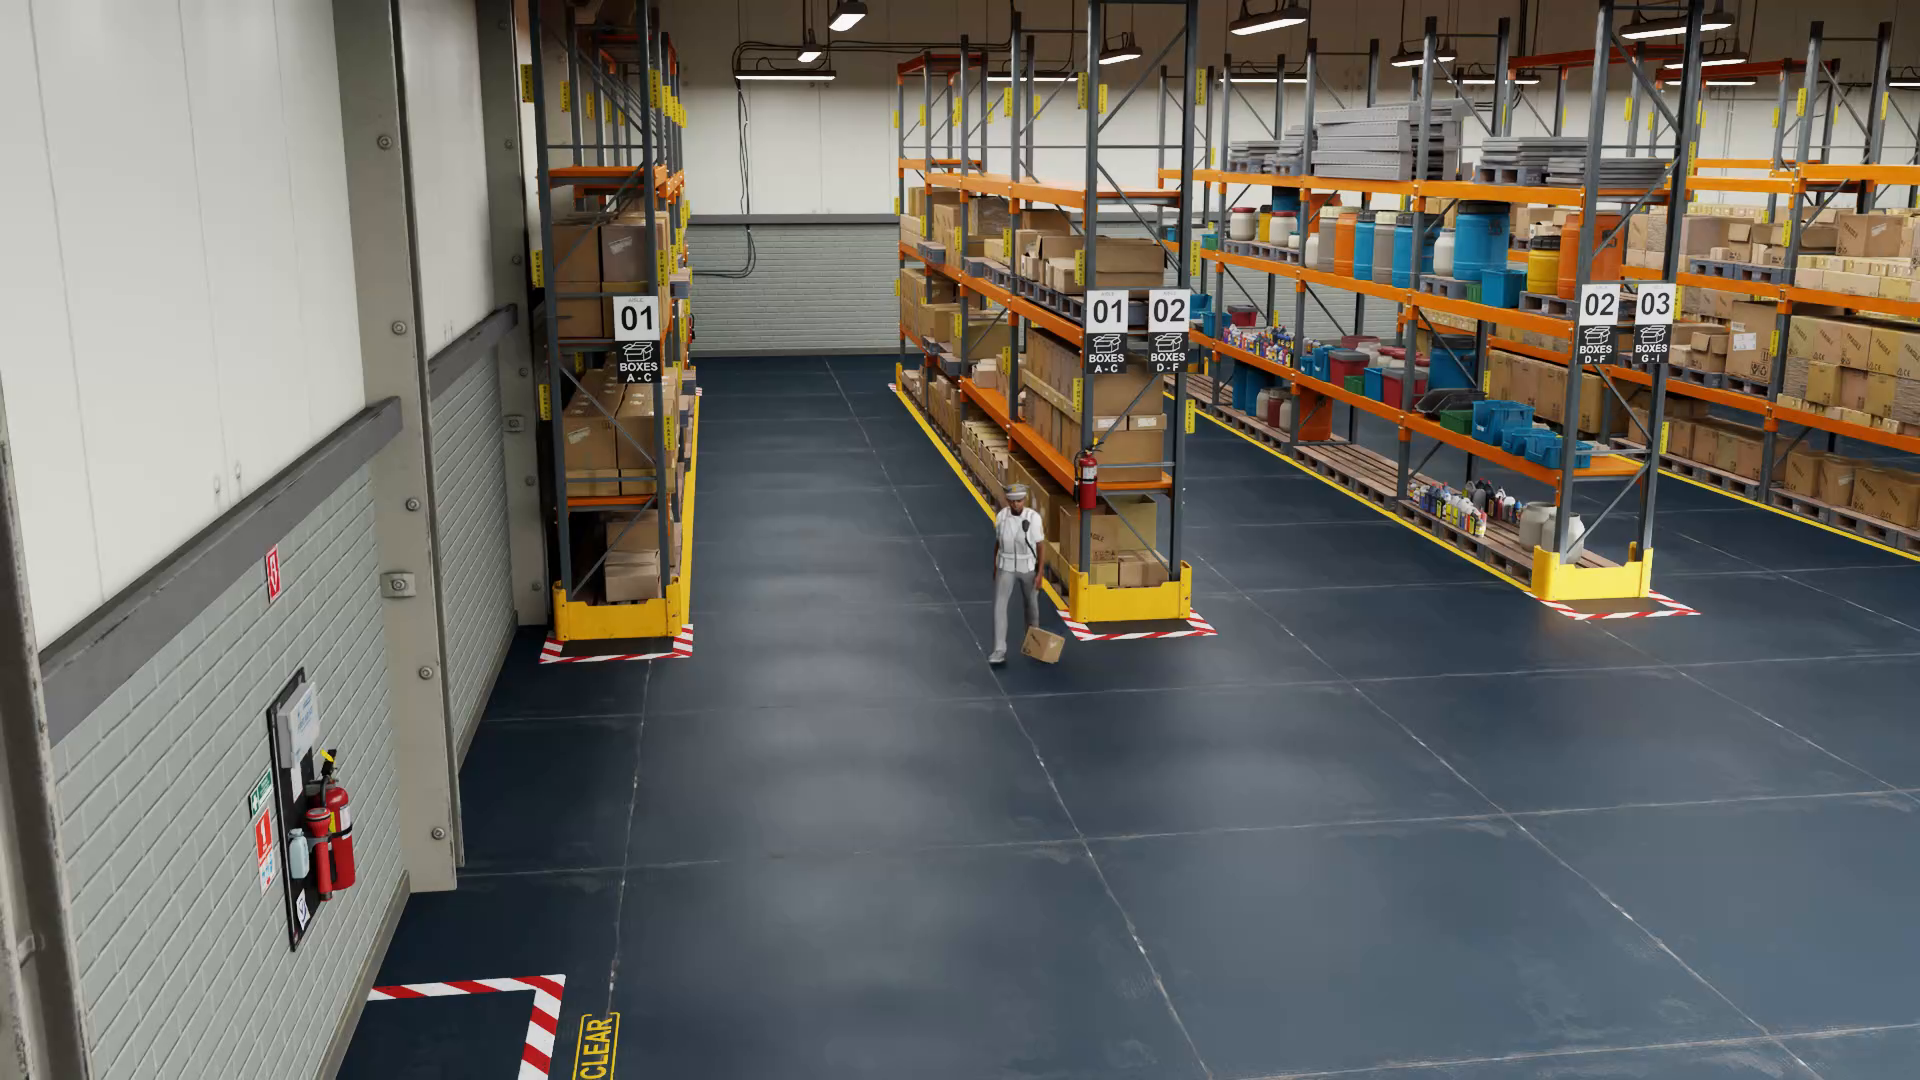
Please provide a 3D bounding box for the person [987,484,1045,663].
[{"bbox_3d":[0.528,0.254,14.962,0.488,1.616,0.943,2,13,9],"label":"person"}]
